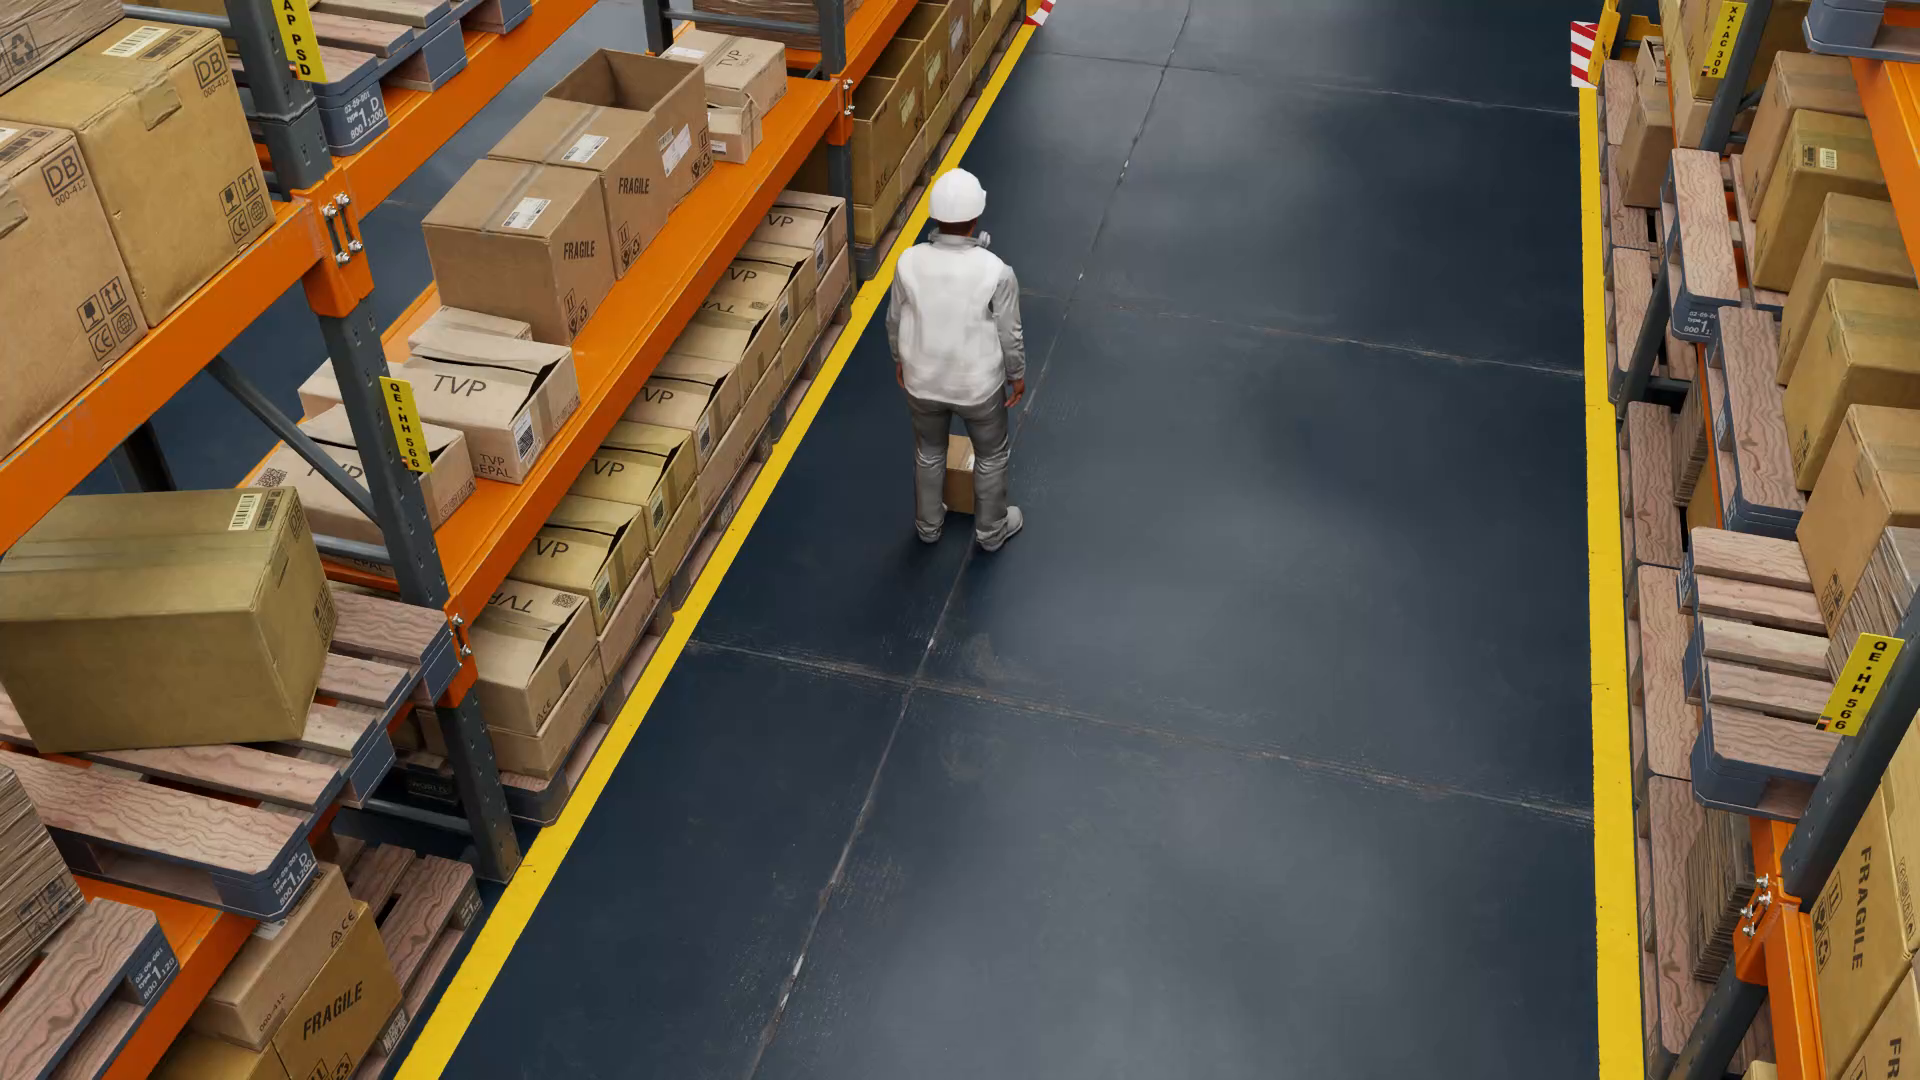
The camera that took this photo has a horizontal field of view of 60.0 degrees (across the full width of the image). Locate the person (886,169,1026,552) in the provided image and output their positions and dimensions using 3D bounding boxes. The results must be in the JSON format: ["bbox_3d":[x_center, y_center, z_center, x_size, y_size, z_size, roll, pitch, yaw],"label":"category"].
[{"bbox_3d":[-0.012,-0.707,6.958,0.581,1.772,0.461,10,42,12],"label":"person"}]
